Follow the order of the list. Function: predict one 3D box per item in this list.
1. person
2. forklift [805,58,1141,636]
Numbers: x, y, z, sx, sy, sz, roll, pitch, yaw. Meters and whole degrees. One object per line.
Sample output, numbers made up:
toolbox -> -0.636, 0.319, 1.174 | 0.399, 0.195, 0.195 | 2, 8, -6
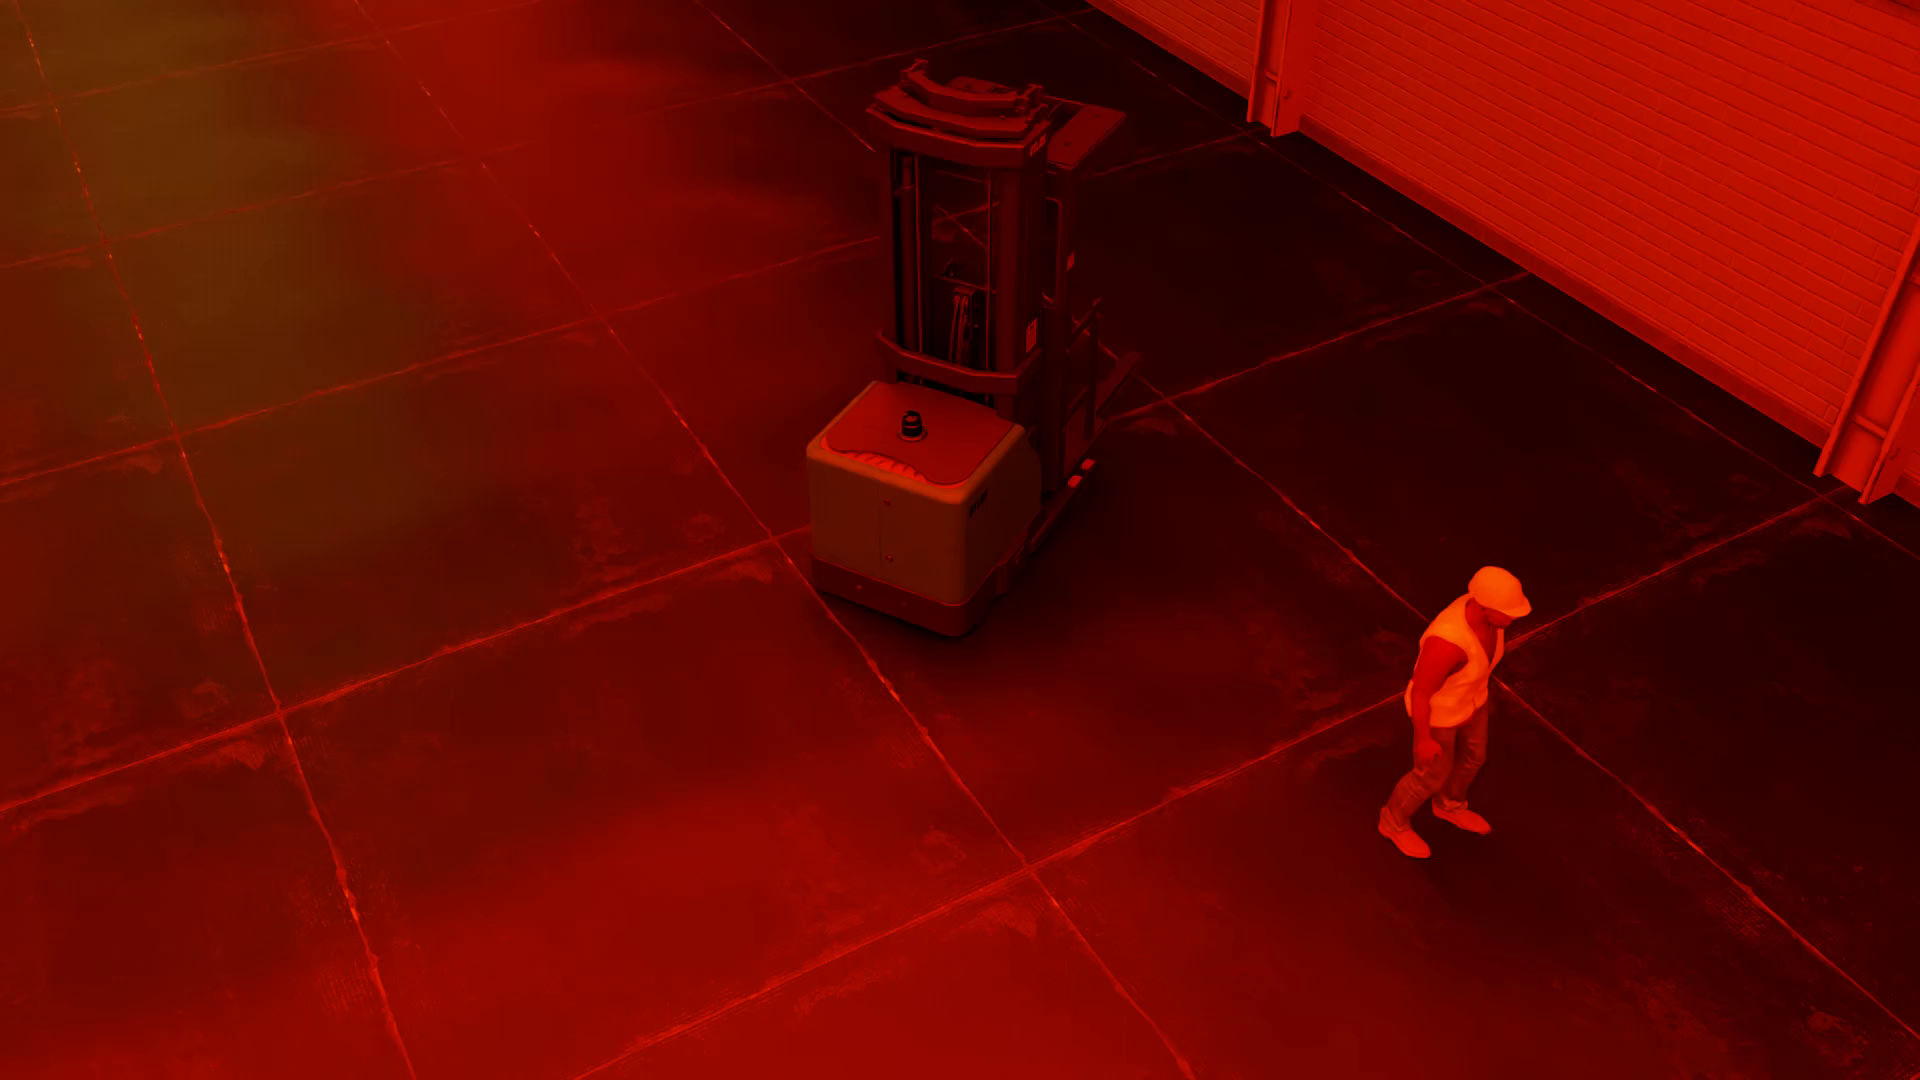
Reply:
person -> 2.389, 0.825, 7.978 | 0.646, 1.772, 0.470 | -32, 49, -32
forklift -> 0.254, -1.504, 9.850 | 1.130, 2.935, 3.031 | 19, 43, 21
